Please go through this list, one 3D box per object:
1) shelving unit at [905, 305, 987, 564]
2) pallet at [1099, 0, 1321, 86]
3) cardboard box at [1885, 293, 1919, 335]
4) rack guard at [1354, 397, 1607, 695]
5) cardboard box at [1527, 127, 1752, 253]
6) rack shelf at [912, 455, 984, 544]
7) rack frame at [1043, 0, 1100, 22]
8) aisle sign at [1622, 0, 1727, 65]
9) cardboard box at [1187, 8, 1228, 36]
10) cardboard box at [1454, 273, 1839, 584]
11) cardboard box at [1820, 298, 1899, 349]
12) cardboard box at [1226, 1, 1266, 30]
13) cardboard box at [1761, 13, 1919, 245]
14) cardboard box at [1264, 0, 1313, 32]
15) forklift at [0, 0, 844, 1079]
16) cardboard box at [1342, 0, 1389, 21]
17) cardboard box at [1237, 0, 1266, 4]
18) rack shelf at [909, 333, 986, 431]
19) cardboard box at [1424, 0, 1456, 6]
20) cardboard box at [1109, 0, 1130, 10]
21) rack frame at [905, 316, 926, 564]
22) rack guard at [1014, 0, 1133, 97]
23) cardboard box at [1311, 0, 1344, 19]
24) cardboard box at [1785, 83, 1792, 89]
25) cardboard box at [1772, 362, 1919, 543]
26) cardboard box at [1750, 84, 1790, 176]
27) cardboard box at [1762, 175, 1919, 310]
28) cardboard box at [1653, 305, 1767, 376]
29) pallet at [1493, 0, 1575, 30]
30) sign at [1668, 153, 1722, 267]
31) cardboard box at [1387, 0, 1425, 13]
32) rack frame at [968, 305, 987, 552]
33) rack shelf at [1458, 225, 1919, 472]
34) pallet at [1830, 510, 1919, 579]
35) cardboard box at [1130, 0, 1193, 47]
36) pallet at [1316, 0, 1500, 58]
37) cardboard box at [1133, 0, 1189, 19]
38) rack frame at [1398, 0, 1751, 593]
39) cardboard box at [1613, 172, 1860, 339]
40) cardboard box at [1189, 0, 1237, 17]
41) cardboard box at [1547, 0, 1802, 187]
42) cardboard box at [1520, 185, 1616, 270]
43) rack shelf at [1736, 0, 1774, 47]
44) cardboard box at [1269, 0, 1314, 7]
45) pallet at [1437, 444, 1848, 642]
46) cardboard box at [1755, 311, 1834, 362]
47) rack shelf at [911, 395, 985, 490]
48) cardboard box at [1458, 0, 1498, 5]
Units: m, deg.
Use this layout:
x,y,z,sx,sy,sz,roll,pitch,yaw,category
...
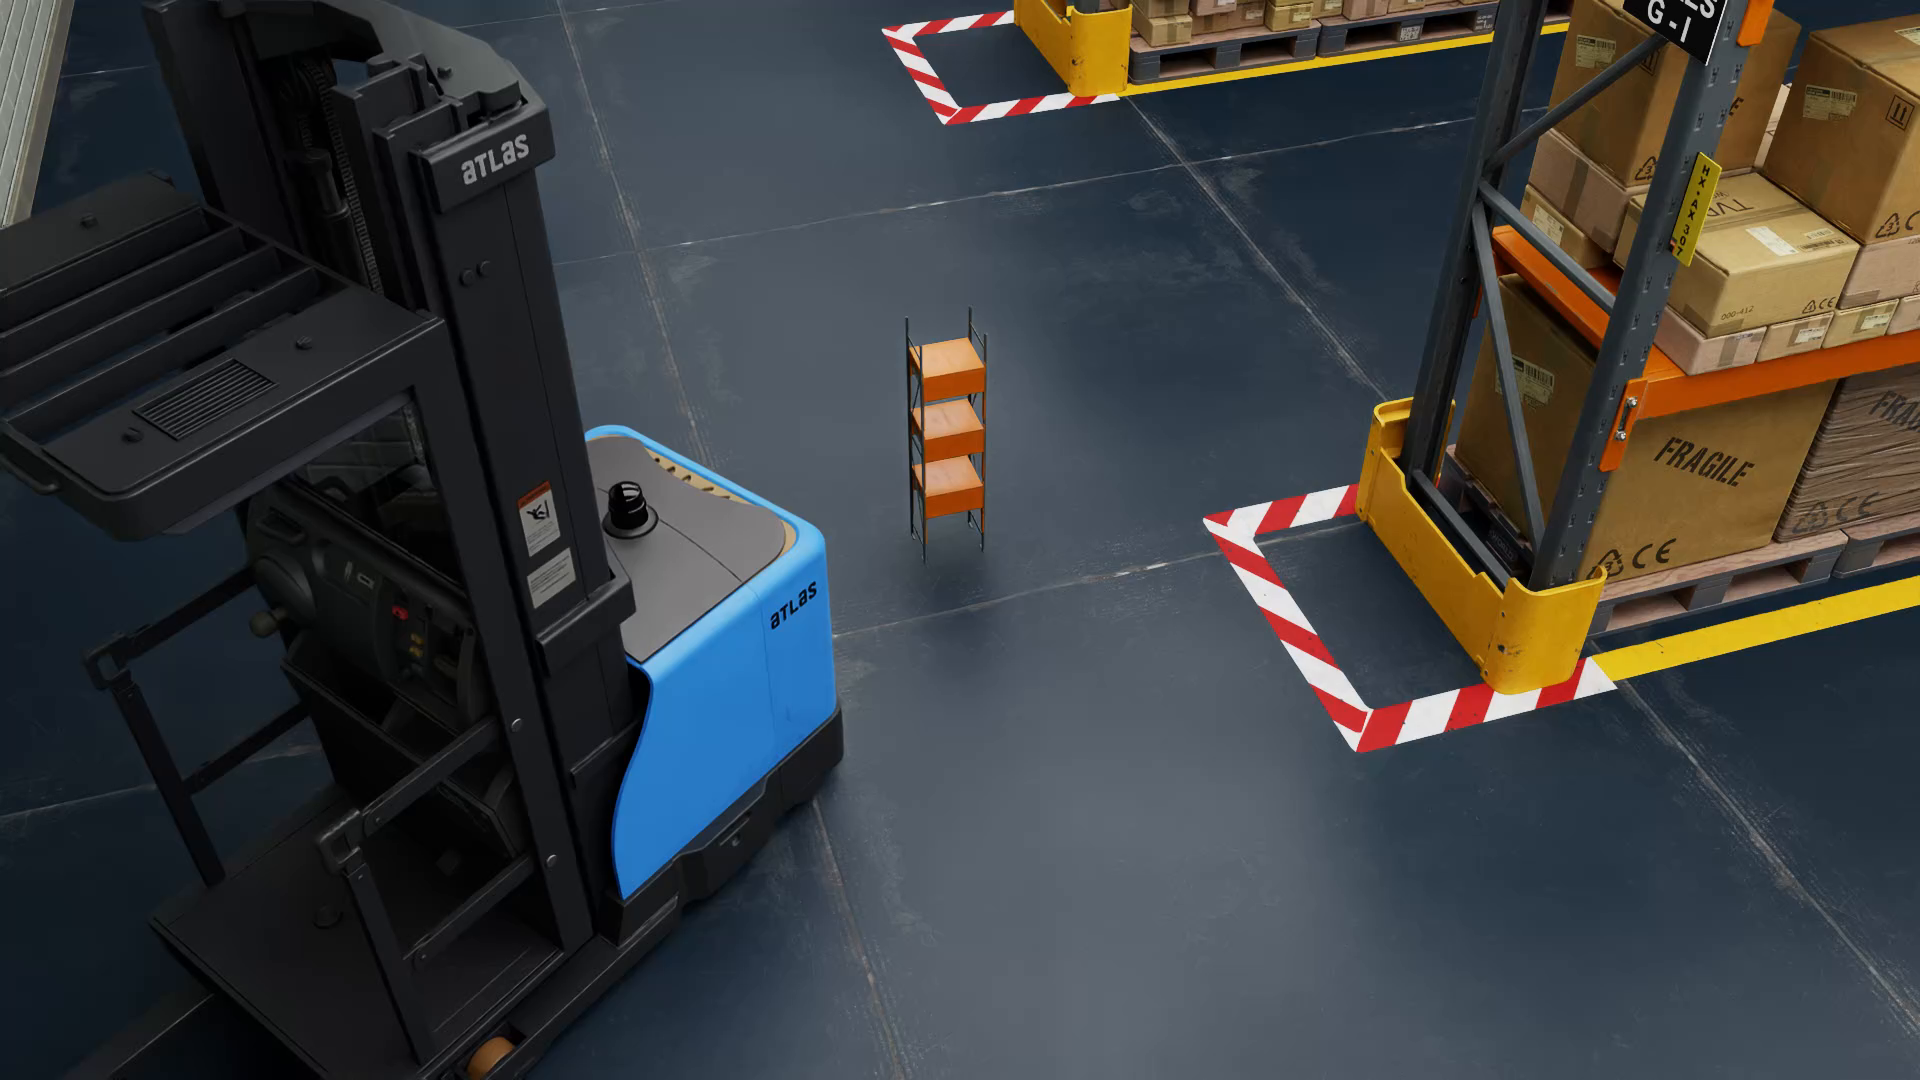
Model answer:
x,y,z,sx,sy,sz,roll,pitch,yaw,category
-0.051,-0.385,6.392,0.252,1.050,0.215,-12,42,-13,shelving unit
1.446,-3.191,10.242,1.213,0.211,1.003,-12,42,-13,pallet
3.156,-0.878,5.666,0.250,0.149,0.380,-12,43,-14,cardboard box
1.958,-0.009,6.380,0.348,0.500,1.175,-12,42,-13,rack guard
2.364,-1.273,5.815,0.500,0.250,0.500,-12,43,-14,cardboard box
-0.051,-0.168,6.582,0.240,0.259,0.215,-12,42,-13,rack shelf
0.588,-4.088,9.149,0.127,3.000,1.000,-12,42,-13,rack frame
2.003,-1.732,4.476,0.004,0.787,0.394,-12,42,-13,aisle sign
1.409,-3.178,9.956,0.250,0.149,0.380,-12,43,-13,cardboard box
2.568,-0.490,6.327,0.875,0.875,0.875,-12,42,-13,cardboard box
2.907,-0.826,5.607,0.250,0.149,0.380,-13,43,-14,cardboard box
1.644,-3.232,10.017,0.250,0.149,0.380,-11,42,-13,cardboard box
2.997,-1.317,5.296,0.500,0.500,0.500,-13,43,-14,cardboard box
1.920,-3.213,9.996,0.250,0.149,0.380,-11,42,-13,cardboard box
-1.700,0.253,4.233,1.130,2.935,3.031,27,48,27,forklift
2.399,-3.318,10.116,0.250,0.149,0.380,-14,43,-15,cardboard box
1.650,-3.349,9.925,0.250,0.149,0.380,-11,42,-13,cardboard box
-0.051,-0.591,6.213,0.240,0.259,0.215,-12,42,-13,rack shelf
2.875,-3.458,10.275,0.250,0.149,0.380,-11,42,-12,cardboard box
1.027,-3.407,10.218,0.250,0.149,0.380,-11,42,-12,cardboard box
-0.167,-0.361,6.365,0.008,1.050,0.200,-12,42,-13,rack frame
0.660,-3.161,9.989,0.348,0.500,1.175,-12,42,-13,rack guard
2.135,-3.323,10.122,0.250,0.149,0.380,-12,42,-13,cardboard box
3.333,-1.474,6.045,0.500,0.250,0.500,-13,43,-15,cardboard box
3.436,-0.670,6.532,0.875,0.875,0.875,-12,42,-13,cardboard box
2.848,-1.373,5.929,0.500,0.250,0.500,-12,43,-14,cardboard box
3.014,-1.043,5.552,0.500,0.250,0.500,-12,43,-14,cardboard box
2.419,-0.724,5.489,0.250,0.149,0.380,-11,42,-13,cardboard box
3.773,-3.673,10.794,1.213,0.211,1.003,-12,42,-13,pallet
2.142,-0.962,4.853,0.005,0.325,0.100,-12,42,-13,sign
2.655,-3.389,10.197,0.250,0.149,0.380,-12,42,-13,cardboard box
0.065,-0.409,6.420,0.008,1.050,0.200,-12,42,-13,rack frame
3.889,-1.080,6.253,4.000,0.370,1.077,-12,42,-13,rack shelf
3.882,-0.351,6.991,1.213,0.211,1.003,-12,42,-13,pallet
1.184,-3.075,9.837,0.250,0.149,0.380,-11,42,-12,cardboard box
2.607,-3.430,10.515,1.213,0.211,1.003,-12,42,-13,pallet
1.165,-3.227,9.785,0.250,0.149,0.380,-10,42,-11,cardboard box
1.981,-0.955,5.564,0.127,3.000,1.000,-12,42,-13,rack frame
2.520,-0.936,5.430,0.500,0.250,0.500,-13,43,-14,cardboard box
1.443,-3.246,9.807,0.250,0.149,0.380,-12,43,-13,cardboard box
2.367,-1.554,5.567,0.500,0.500,0.500,-11,42,-13,cardboard box
2.222,-1.138,5.963,0.250,0.149,0.380,-11,42,-12,cardboard box
3.889,-2.209,5.266,4.000,0.370,1.077,-12,42,-13,rack shelf
1.927,-3.332,9.906,0.250,0.149,0.380,-10,42,-12,cardboard box
2.720,-0.112,6.718,1.213,0.211,1.003,-12,42,-13,pallet
2.663,-0.775,5.548,0.250,0.149,0.380,-12,43,-14,cardboard box
-0.051,-0.377,6.399,0.240,0.259,0.215,-12,42,-13,rack shelf
3.144,-3.467,10.286,0.250,0.149,0.380,-12,43,-13,cardboard box
